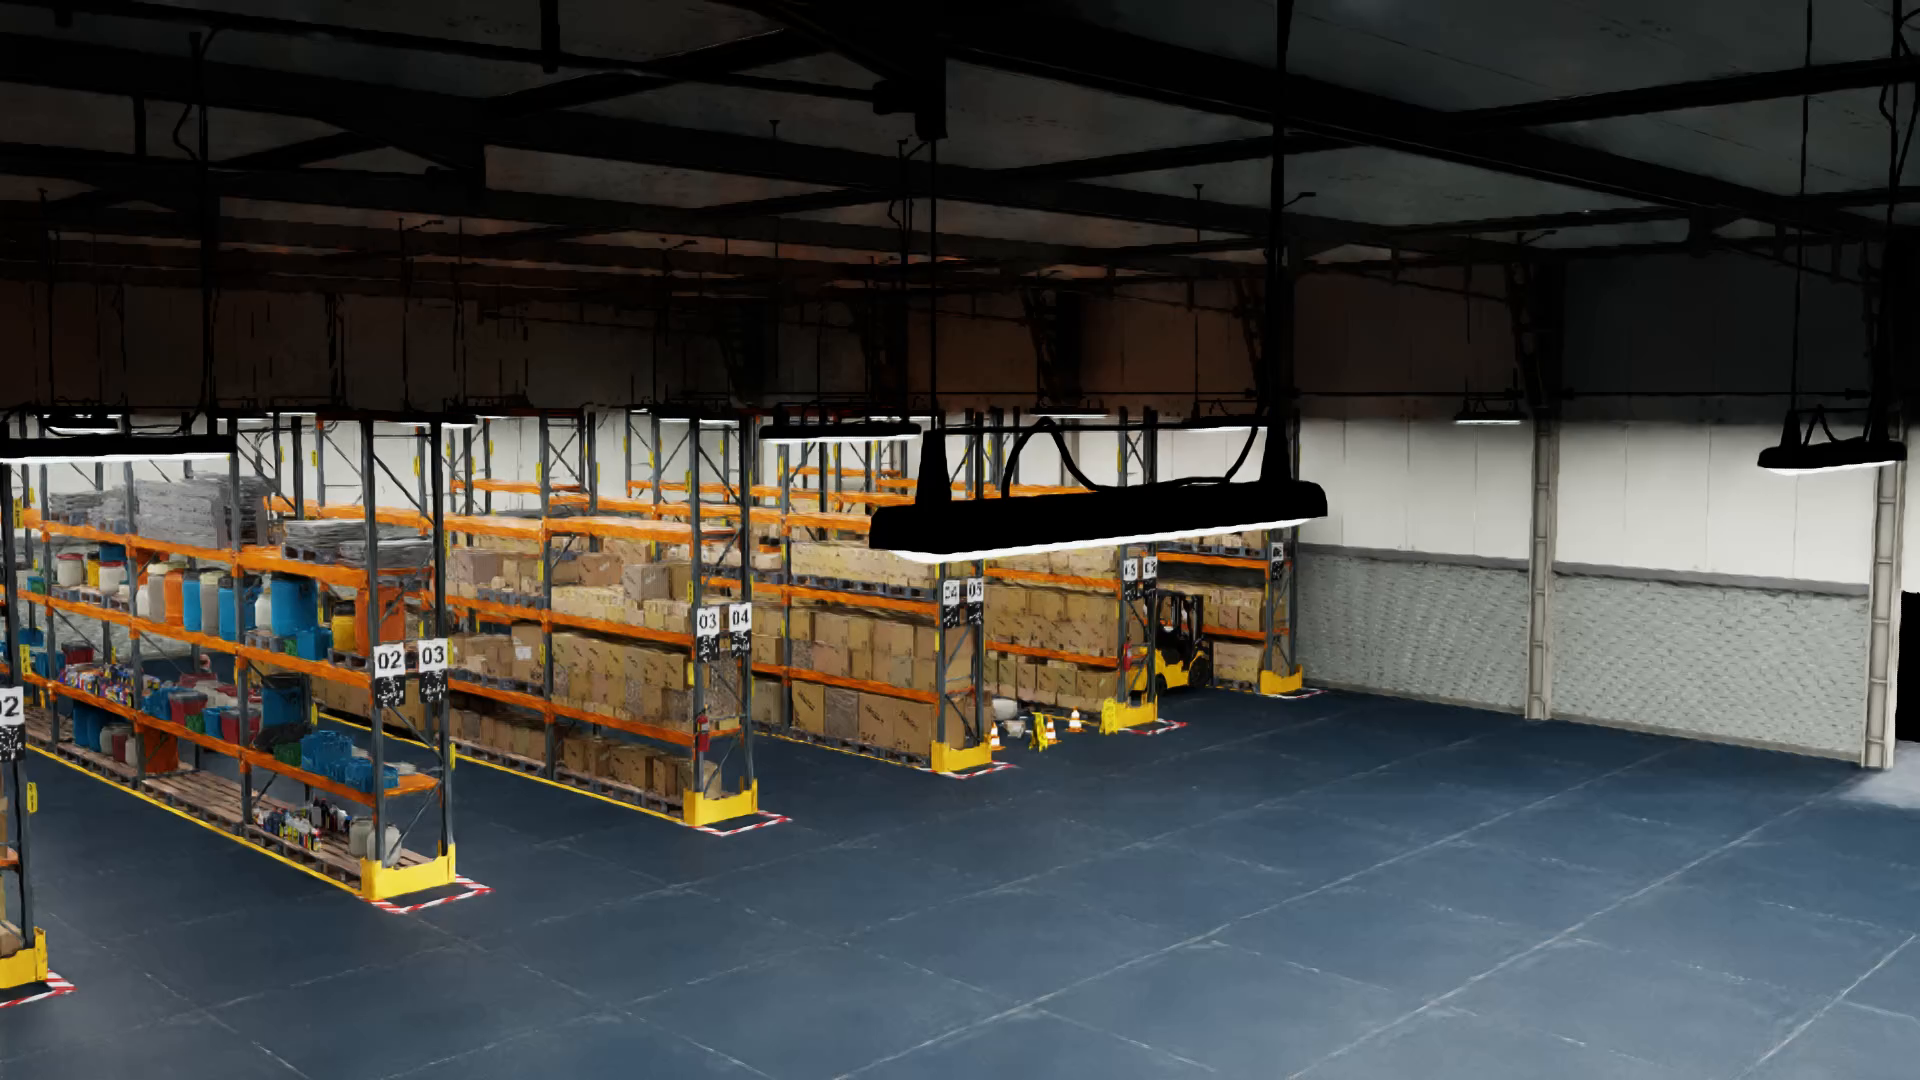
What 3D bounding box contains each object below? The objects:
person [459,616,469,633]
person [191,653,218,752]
[{"bbox_3d":[-12.993,1.661,43.517,0.485,1.661,0.686,-1,5,-7],"label":"person"},{"bbox_3d":[-13.309,2.853,29.340,0.623,1.724,0.400,2,6,25],"label":"person"}]
